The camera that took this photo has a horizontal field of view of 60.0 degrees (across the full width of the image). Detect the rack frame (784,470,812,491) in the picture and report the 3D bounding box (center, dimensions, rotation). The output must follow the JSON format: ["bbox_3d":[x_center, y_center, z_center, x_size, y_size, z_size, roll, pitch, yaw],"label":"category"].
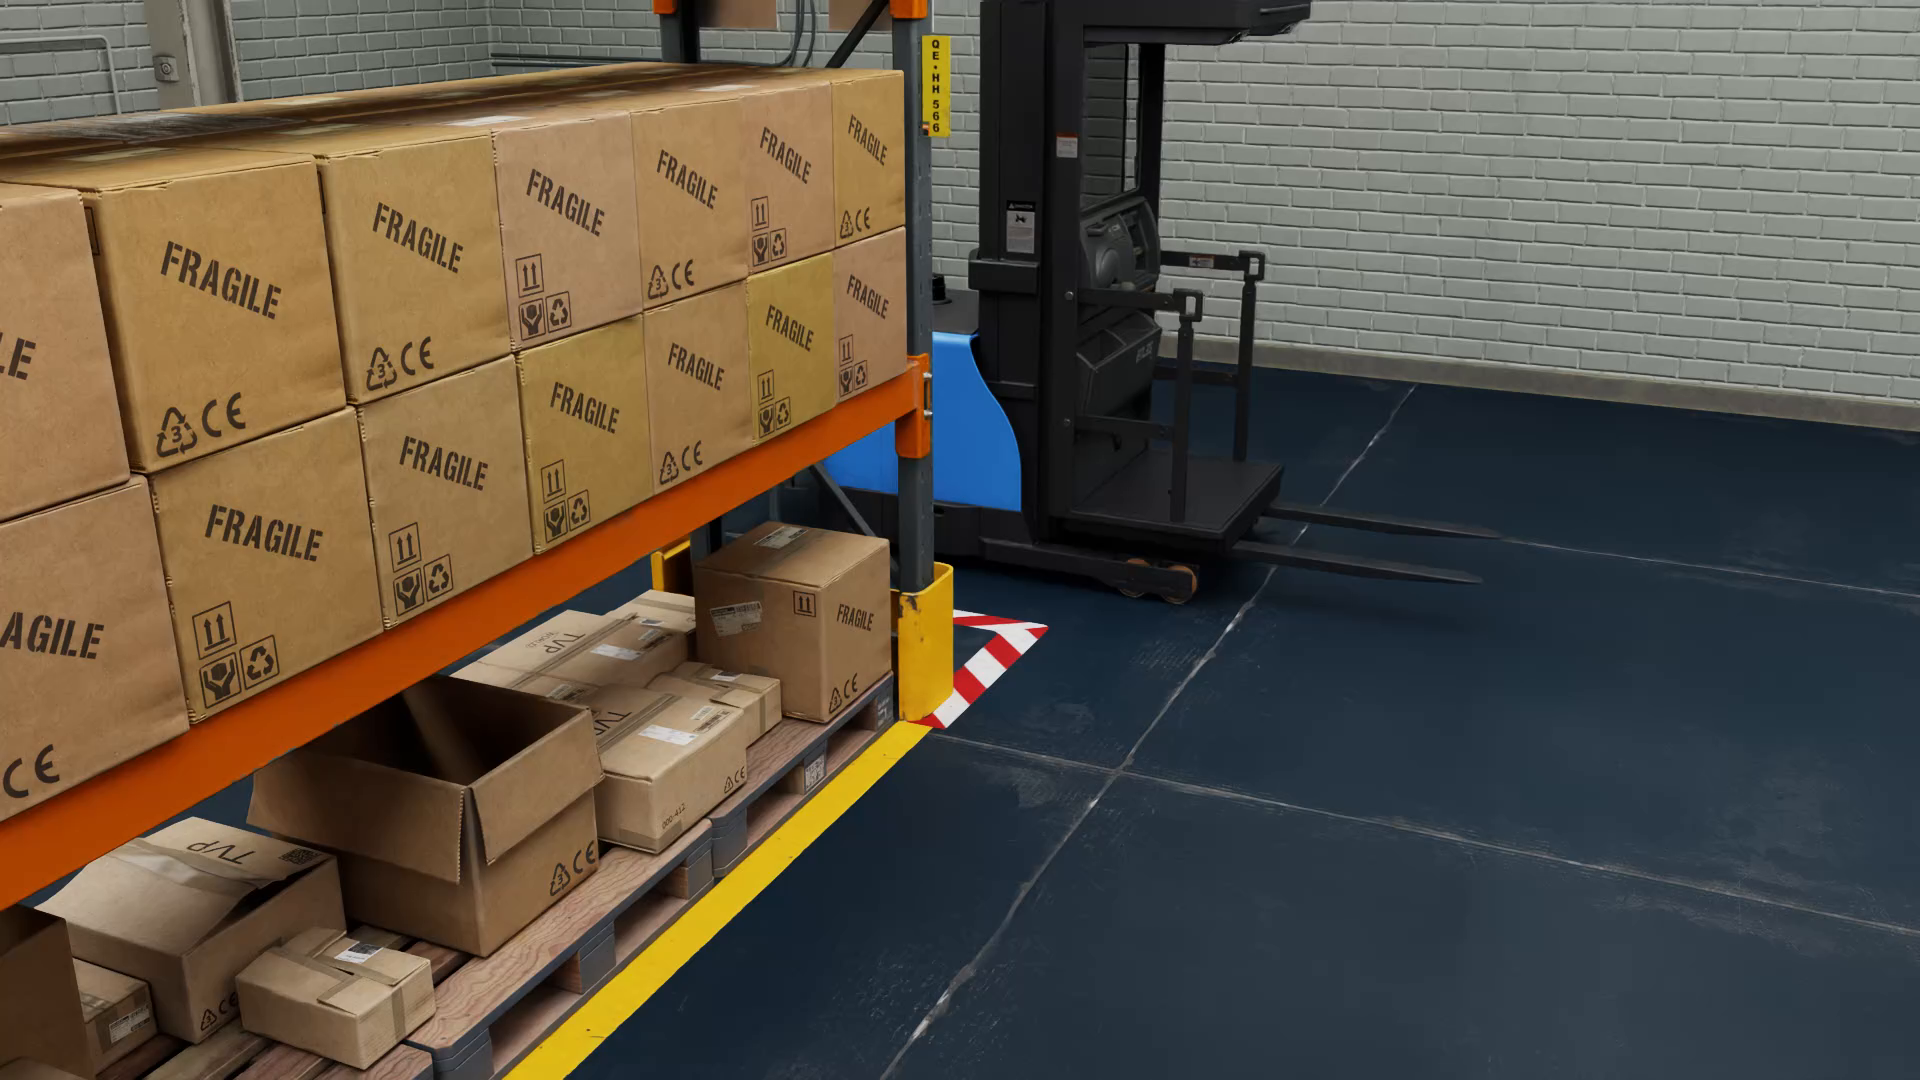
[{"bbox_3d":[-0.683,-0.949,8.397,0.500,1.500,0.032,8,21,20],"label":"rack frame"}]

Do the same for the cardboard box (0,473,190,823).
[{"bbox_3d":[-1.757,0.160,2.893,0.500,0.500,0.500,9,22,24],"label":"cardboard box"}]

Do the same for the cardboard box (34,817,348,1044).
[{"bbox_3d":[-1.933,0.943,4.198,0.500,0.311,0.500,9,21,23],"label":"cardboard box"}]

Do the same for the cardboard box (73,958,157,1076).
[{"bbox_3d":[-2.141,1.125,3.926,0.380,0.149,0.250,9,21,23],"label":"cardboard box"}]

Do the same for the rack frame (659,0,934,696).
[{"bbox_3d":[-0.577,-0.897,6.015,1.000,3.000,0.127,9,21,23],"label":"rack frame"}]

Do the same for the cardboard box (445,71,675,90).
[{"bbox_3d":[-1.206,-1.155,5.099,0.500,0.500,0.500,9,21,23],"label":"cardboard box"}]

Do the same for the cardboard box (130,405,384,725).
[{"bbox_3d":[-1.551,0.003,3.335,0.500,0.500,0.500,9,21,24],"label":"cardboard box"}]

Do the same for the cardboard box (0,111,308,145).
[{"bbox_3d":[-1.830,-0.694,3.802,0.500,0.500,0.500,9,21,23],"label":"cardboard box"}]

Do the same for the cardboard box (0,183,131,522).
[{"bbox_3d":[-1.765,-0.298,2.689,0.500,0.500,0.500,9,22,24],"label":"cardboard box"}]

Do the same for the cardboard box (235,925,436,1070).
[{"bbox_3d":[-1.500,1.089,4.003,0.380,0.166,0.250,9,21,23],"label":"cardboard box"}]

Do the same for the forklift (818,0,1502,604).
[{"bbox_3d":[0.892,-1.307,7.269,3.031,2.935,1.130,9,21,23],"label":"forklift"}]

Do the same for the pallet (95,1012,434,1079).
[{"bbox_3d":[-1.933,1.430,3.634,1.003,0.211,1.213,9,21,23],"label":"pallet"}]

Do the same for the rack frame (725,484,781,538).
[{"bbox_3d":[-1.057,-0.632,7.507,0.500,1.500,0.032,8,21,20],"label":"rack frame"}]

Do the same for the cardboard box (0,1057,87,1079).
[{"bbox_3d":[-1.846,1.286,3.231,0.500,0.311,0.500,9,21,23],"label":"cardboard box"}]

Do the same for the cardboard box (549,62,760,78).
[{"bbox_3d":[-0.999,-1.316,5.551,0.500,0.500,0.500,9,22,24],"label":"cardboard box"}]

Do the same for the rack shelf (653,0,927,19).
[{"bbox_3d":[-1.396,-1.360,3.914,1.077,0.370,4.000,9,21,23],"label":"rack shelf"}]

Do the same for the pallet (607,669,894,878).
[{"bbox_3d":[-0.934,0.684,5.732,1.003,0.211,1.213,9,21,23],"label":"pallet"}]

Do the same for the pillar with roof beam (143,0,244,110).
[{"bbox_3d":[-0.854,-4.756,7.912,9.100,9.000,0.400,9,21,23],"label":"pillar with roof beam"}]

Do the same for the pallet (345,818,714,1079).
[{"bbox_3d":[-1.434,1.055,4.687,1.003,0.211,1.213,9,21,23],"label":"pallet"}]

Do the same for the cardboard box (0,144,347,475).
[{"bbox_3d":[-1.554,-0.456,3.133,0.500,0.500,0.500,8,21,21],"label":"cardboard box"}]

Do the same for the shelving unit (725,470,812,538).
[{"bbox_3d":[-0.870,-0.790,7.952,0.538,1.500,1.048,8,21,20],"label":"shelving unit"}]

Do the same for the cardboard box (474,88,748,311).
[{"bbox_3d":[-0.922,-0.928,4.460,0.500,0.500,0.500,9,22,24],"label":"cardboard box"}]

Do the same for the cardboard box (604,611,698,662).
[{"bbox_3d":[-1.164,0.388,5.974,0.380,0.166,0.250,9,21,23],"label":"cardboard box"}]

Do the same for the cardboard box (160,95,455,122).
[{"bbox_3d":[-1.623,-0.848,4.234,0.500,0.500,0.500,8,21,22],"label":"cardboard box"}]

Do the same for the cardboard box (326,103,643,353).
[{"bbox_3d":[-1.133,-0.771,4.019,0.500,0.500,0.500,9,22,24],"label":"cardboard box"}]

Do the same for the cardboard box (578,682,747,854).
[{"bbox_3d":[-0.991,0.677,5.035,0.500,0.250,0.500,9,21,23],"label":"cardboard box"}]

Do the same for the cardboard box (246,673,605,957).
[{"bbox_3d":[-1.450,0.719,4.539,0.797,0.503,0.637,9,21,23],"label":"cardboard box"}]

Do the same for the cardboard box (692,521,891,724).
[{"bbox_3d":[-0.575,0.273,5.798,0.500,0.500,0.500,9,21,23],"label":"cardboard box"}]

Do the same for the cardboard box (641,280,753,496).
[{"bbox_3d":[-0.930,-0.459,4.635,0.500,0.500,0.500,9,21,23],"label":"cardboard box"}]

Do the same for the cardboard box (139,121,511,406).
[{"bbox_3d":[-1.343,-0.613,3.575,0.500,0.500,0.500,8,21,21],"label":"cardboard box"}]

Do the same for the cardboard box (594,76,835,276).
[{"bbox_3d":[-0.714,-1.087,4.908,0.500,0.500,0.500,9,22,24],"label":"cardboard box"}]

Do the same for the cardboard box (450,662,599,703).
[{"bbox_3d":[-1.468,0.624,5.185,0.500,0.250,0.500,9,21,23],"label":"cardboard box"}]

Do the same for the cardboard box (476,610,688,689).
[{"bbox_3d":[-1.263,0.471,5.615,0.500,0.250,0.500,9,21,23],"label":"cardboard box"}]

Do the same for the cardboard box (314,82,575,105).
[{"bbox_3d":[-1.416,-1.003,4.671,0.500,0.500,0.500,9,21,23],"label":"cardboard box"}]

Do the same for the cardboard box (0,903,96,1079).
[{"bbox_3d":[-2.240,1.083,3.521,0.500,0.500,0.500,9,21,23],"label":"cardboard box"}]

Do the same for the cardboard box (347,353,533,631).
[{"bbox_3d":[-1.344,-0.150,3.764,0.500,0.500,0.500,8,21,22],"label":"cardboard box"}]

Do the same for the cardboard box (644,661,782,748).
[{"bbox_3d":[-0.823,0.542,5.541,0.380,0.166,0.250,9,21,23],"label":"cardboard box"}]

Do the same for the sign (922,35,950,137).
[{"bbox_3d":[-0.079,-1.509,5.537,0.100,0.325,0.005,9,21,23],"label":"sign"}]

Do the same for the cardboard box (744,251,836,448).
[{"bbox_3d":[-0.721,-0.611,5.061,0.500,0.500,0.500,9,21,23],"label":"cardboard box"}]

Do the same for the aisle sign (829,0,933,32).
[{"bbox_3d":[-0.269,-2.101,5.520,0.394,0.787,0.004,9,21,23],"label":"aisle sign"}]

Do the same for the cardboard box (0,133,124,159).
[{"bbox_3d":[-2.037,-0.540,3.369,0.500,0.500,0.500,8,21,22],"label":"cardboard box"}]

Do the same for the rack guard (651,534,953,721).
[{"bbox_3d":[-0.608,0.304,6.369,1.175,0.500,0.348,9,21,23],"label":"rack guard"}]

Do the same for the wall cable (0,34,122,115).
[{"bbox_3d":[-5.436,-2.576,9.219,0.084,1.984,1.851,9,21,23],"label":"wall cable"}]

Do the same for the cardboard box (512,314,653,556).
[{"bbox_3d":[-1.137,-0.305,4.201,0.500,0.500,0.500,8,21,22],"label":"cardboard box"}]

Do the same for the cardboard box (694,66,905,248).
[{"bbox_3d":[-0.508,-1.242,5.342,0.500,0.500,0.500,8,21,22],"label":"cardboard box"}]

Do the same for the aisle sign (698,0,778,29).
[{"bbox_3d":[-0.817,-2.183,5.752,0.394,0.787,0.004,9,21,23],"label":"aisle sign"}]

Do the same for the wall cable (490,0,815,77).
[{"bbox_3d":[-2.455,-4.619,12.162,3.097,2.526,0.112,9,21,23],"label":"wall cable"}]

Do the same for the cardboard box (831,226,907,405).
[{"bbox_3d":[-0.512,-0.770,5.509,0.500,0.500,0.500,9,22,24],"label":"cardboard box"}]

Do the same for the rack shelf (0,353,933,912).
[{"bbox_3d":[-1.396,0.053,4.417,1.077,0.370,4.000,9,21,23],"label":"rack shelf"}]

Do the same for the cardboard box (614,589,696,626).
[{"bbox_3d":[-1.062,0.319,6.192,0.380,0.149,0.250,9,21,23],"label":"cardboard box"}]
